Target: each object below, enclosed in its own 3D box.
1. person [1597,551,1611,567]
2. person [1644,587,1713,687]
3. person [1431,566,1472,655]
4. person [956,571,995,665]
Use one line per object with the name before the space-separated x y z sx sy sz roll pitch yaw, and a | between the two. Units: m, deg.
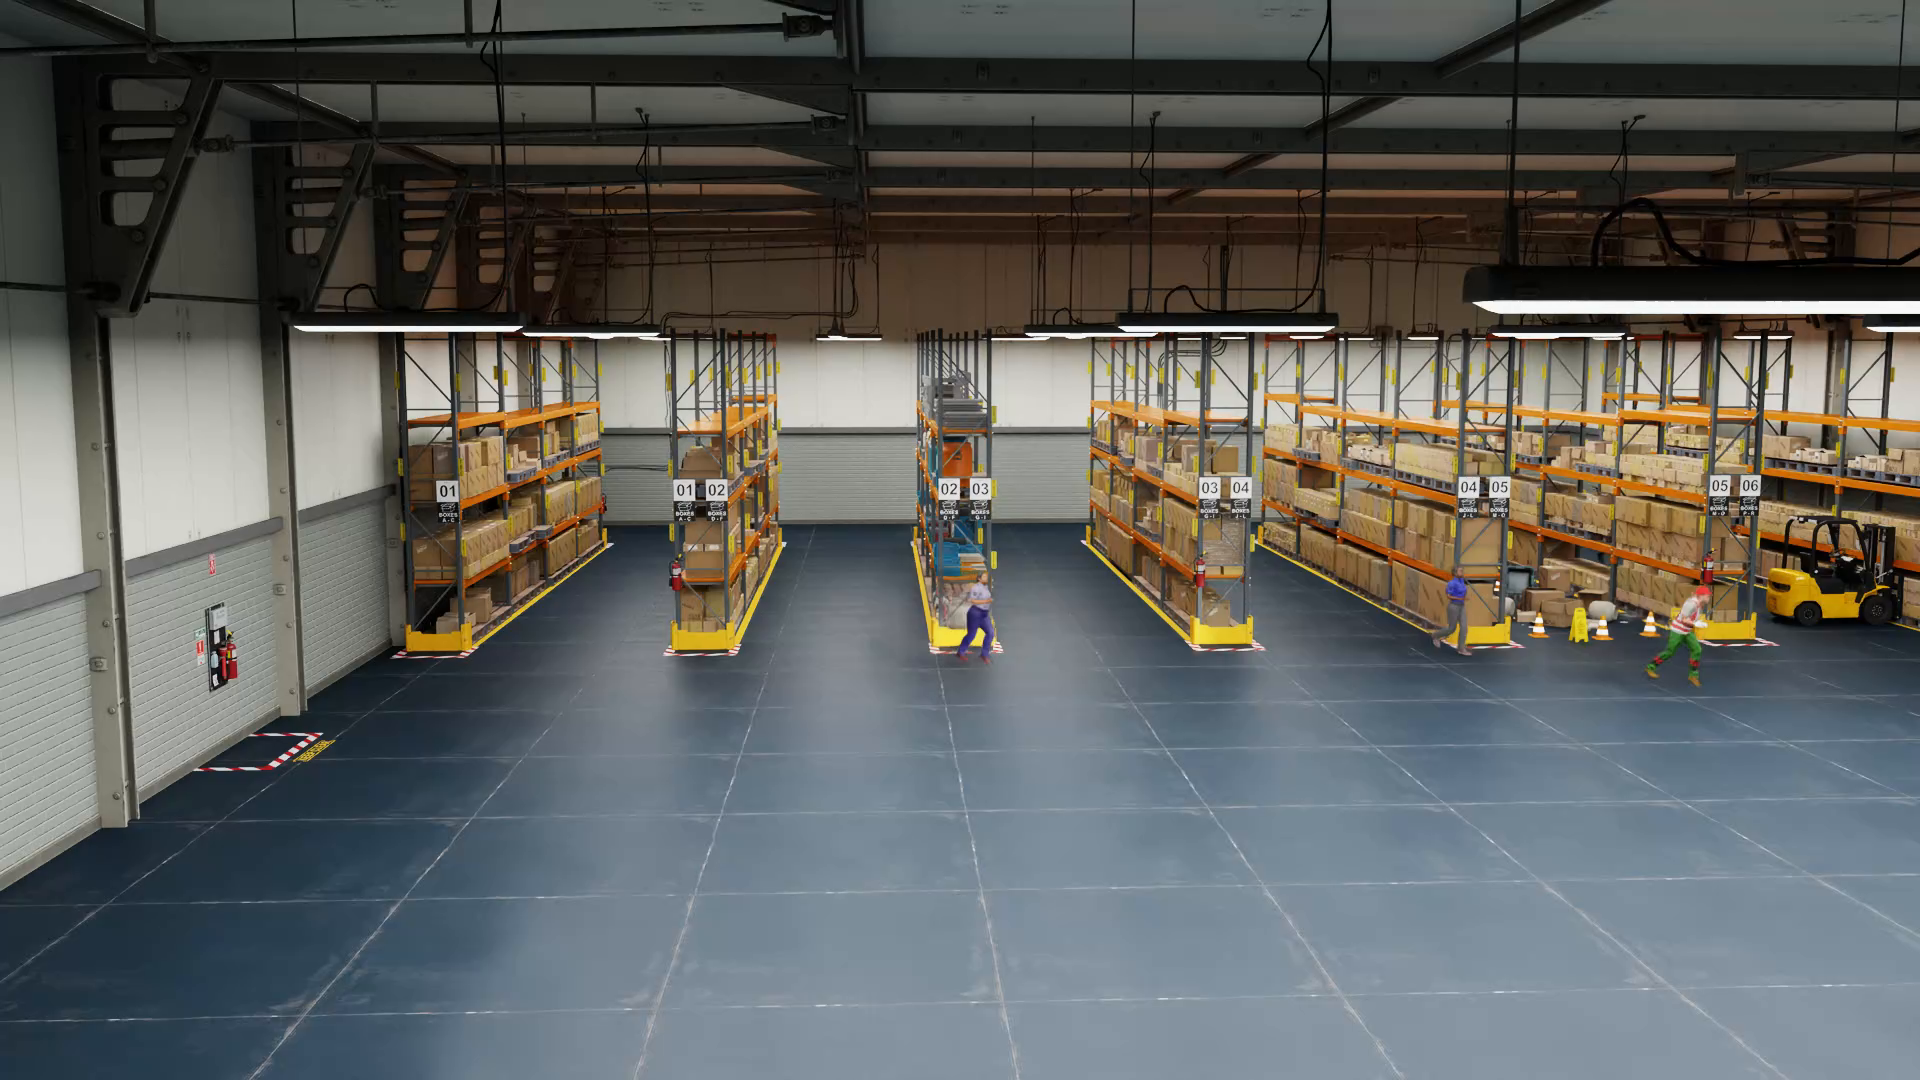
person | 15.855 0.130 40.724 0.504 1.638 0.711 0 7 -3
person | 12.126 1.610 28.056 1.048 1.730 0.706 5 9 38
person | 9.143 1.281 30.781 0.594 1.637 0.811 -5 9 -39
person | 0.333 1.413 29.903 0.732 1.693 0.602 4 8 33
